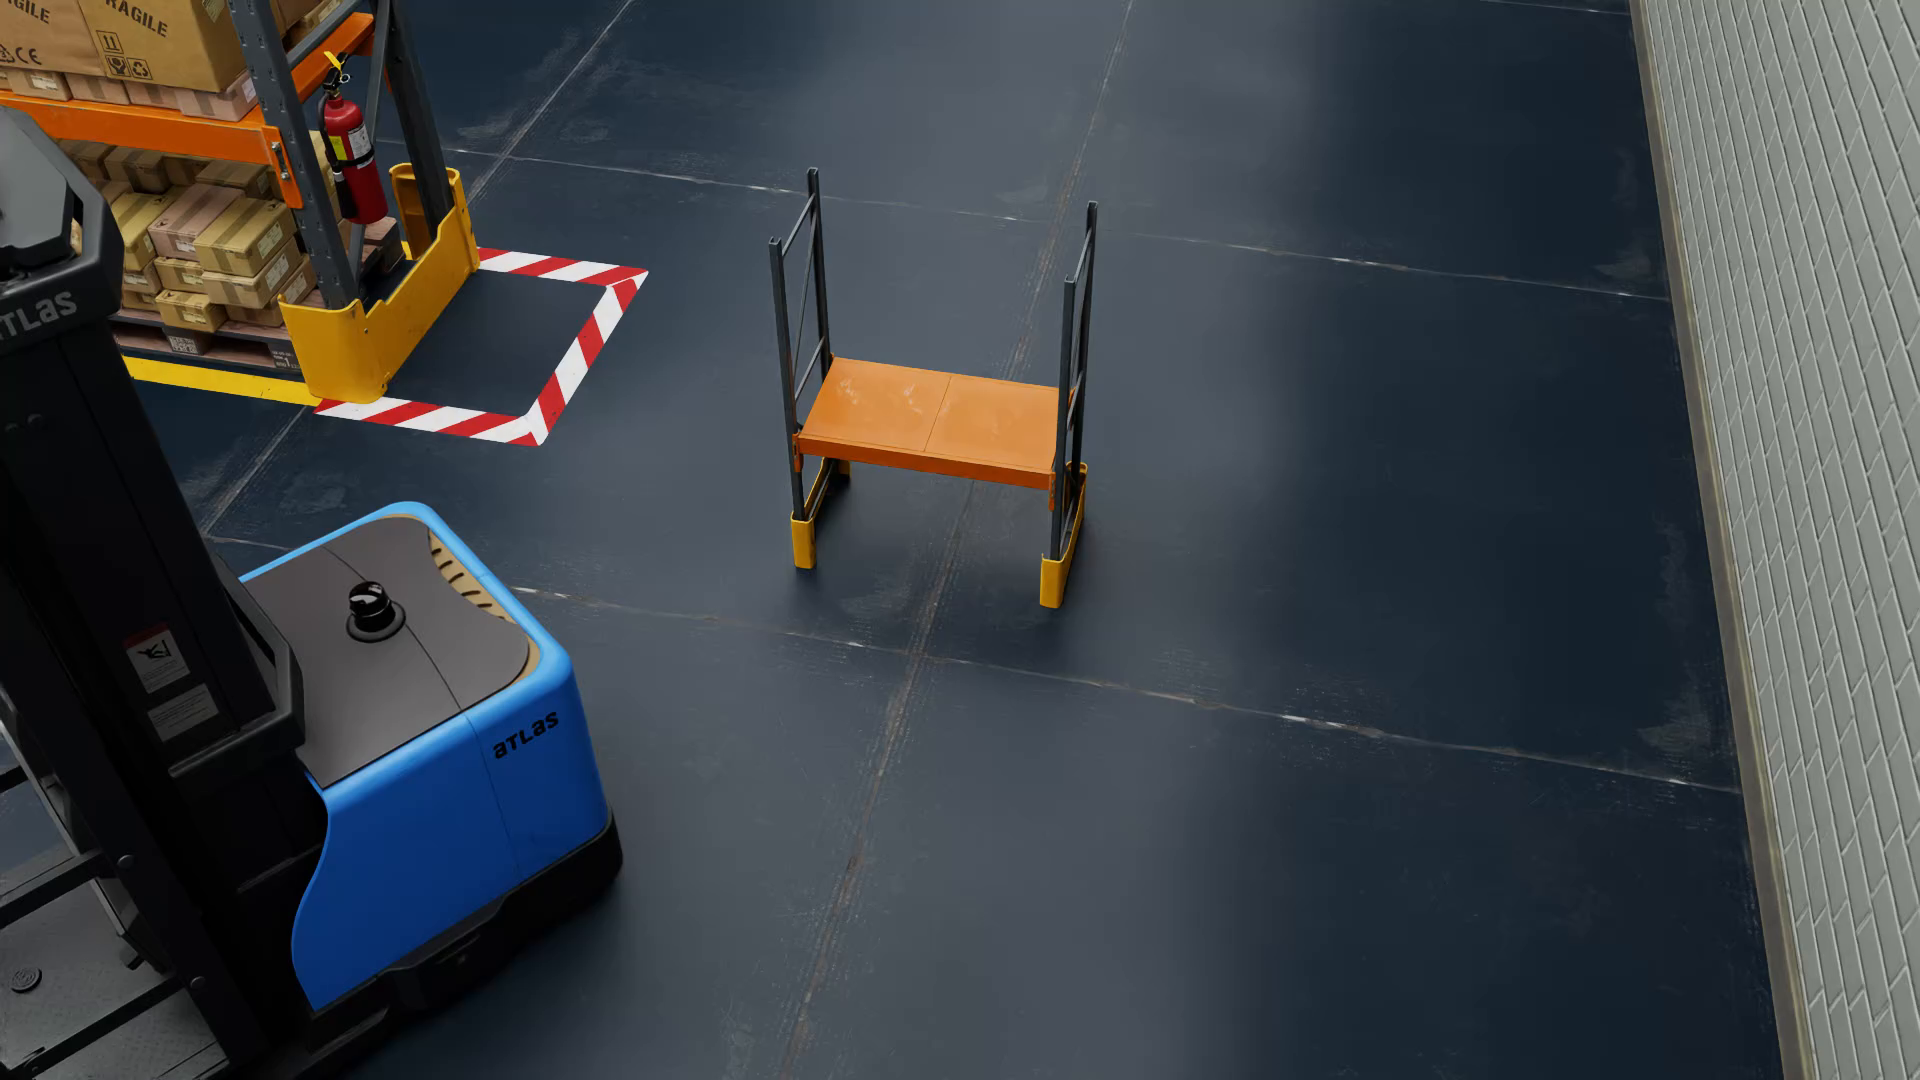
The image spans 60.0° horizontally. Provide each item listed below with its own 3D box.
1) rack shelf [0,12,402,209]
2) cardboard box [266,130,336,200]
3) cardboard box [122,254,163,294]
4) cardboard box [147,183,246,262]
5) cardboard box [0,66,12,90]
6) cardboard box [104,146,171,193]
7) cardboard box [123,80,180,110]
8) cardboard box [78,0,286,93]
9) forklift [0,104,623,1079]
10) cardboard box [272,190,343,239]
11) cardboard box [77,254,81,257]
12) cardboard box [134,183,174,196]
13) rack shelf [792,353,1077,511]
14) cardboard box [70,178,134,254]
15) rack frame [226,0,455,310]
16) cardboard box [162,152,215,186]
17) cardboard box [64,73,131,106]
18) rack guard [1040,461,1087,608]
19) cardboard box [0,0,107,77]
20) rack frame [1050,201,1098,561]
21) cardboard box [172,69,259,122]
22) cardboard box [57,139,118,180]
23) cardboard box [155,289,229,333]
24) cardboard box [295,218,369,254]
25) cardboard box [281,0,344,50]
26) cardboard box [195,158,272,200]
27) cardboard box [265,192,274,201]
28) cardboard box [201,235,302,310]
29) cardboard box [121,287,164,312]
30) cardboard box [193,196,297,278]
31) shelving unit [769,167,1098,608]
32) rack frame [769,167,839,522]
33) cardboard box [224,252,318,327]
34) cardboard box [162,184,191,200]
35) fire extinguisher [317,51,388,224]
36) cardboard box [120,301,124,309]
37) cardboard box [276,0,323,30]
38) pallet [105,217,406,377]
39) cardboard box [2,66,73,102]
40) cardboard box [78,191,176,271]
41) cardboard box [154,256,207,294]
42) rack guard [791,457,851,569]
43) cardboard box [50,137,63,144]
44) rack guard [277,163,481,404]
[{"bbox_3d":[-4.512,-2.128,7.317,4.000,0.370,1.077,9,45,9],"label":"rack shelf"},{"bbox_3d":[-2.997,-1.732,7.711,0.250,0.149,0.380,7,44,7],"label":"cardboard box"},{"bbox_3d":[-3.645,-1.280,7.455,0.250,0.149,0.380,7,44,7],"label":"cardboard box"},{"bbox_3d":[-3.365,-1.408,7.374,0.250,0.149,0.380,10,45,10],"label":"cardboard box"},{"bbox_3d":[-3.927,-2.025,6.872,0.250,0.149,0.380,7,44,7],"label":"cardboard box"},{"bbox_3d":[-3.771,-1.799,7.780,0.250,0.149,0.380,7,44,7],"label":"cardboard box"},{"bbox_3d":[-3.175,-1.915,6.758,0.250,0.149,0.380,9,45,9],"label":"cardboard box"},{"bbox_3d":[-3.055,-2.121,6.504,0.500,0.500,0.500,10,45,10],"label":"cardboard box"},{"bbox_3d":[-2.565,0.488,4.129,3.031,2.935,1.130,-31,52,-28],"label":"forklift"},{"bbox_3d":[-3.015,-1.569,7.755,0.250,0.149,0.380,11,45,11],"label":"cardboard box"},{"bbox_3d":[-3.885,-1.390,7.570,0.250,0.149,0.380,8,45,9],"label":"cardboard box"},{"bbox_3d":[-3.755,-1.738,7.931,0.250,0.149,0.380,10,45,10],"label":"cardboard box"},{"bbox_3d":[-0.083,-0.424,6.368,1.000,0.185,0.538,9,45,9],"label":"rack shelf"},{"bbox_3d":[-3.884,-1.444,7.411,0.250,0.149,0.380,7,44,7],"label":"cardboard box"},{"bbox_3d":[-2.560,-2.084,6.753,0.127,3.000,1.000,9,45,9],"label":"rack frame"},{"bbox_3d":[-3.510,-1.817,7.799,0.250,0.149,0.380,9,45,9],"label":"cardboard box"},{"bbox_3d":[-3.423,-1.943,6.787,0.250,0.149,0.380,8,45,9],"label":"cardboard box"},{"bbox_3d":[0.412,-0.026,6.597,0.087,0.250,0.587,9,45,9],"label":"rack guard"},{"bbox_3d":[-3.556,-2.203,6.589,0.500,0.500,0.500,8,45,8],"label":"cardboard box"},{"bbox_3d":[0.413,-0.476,6.163,0.032,1.500,0.500,9,45,9],"label":"rack frame"},{"bbox_3d":[-2.940,-1.852,6.692,0.250,0.149,0.380,9,45,9],"label":"cardboard box"},{"bbox_3d":[-4.039,-1.847,7.830,0.250,0.149,0.380,10,45,11],"label":"cardboard box"},{"bbox_3d":[-3.392,-1.118,7.501,0.250,0.149,0.380,10,45,10],"label":"cardboard box"},{"bbox_3d":[-3.002,-1.505,7.903,0.250,0.149,0.380,10,45,10],"label":"cardboard box"},{"bbox_3d":[-2.805,-2.265,7.121,0.250,0.149,0.380,8,45,9],"label":"cardboard box"},{"bbox_3d":[-3.293,-1.692,7.669,0.250,0.149,0.380,10,45,10],"label":"cardboard box"},{"bbox_3d":[-3.270,-1.648,7.838,0.250,0.149,0.380,9,45,9],"label":"cardboard box"},{"bbox_3d":[-3.138,-1.202,7.375,0.250,0.149,0.380,8,44,8],"label":"cardboard box"},{"bbox_3d":[-3.631,-1.216,7.603,0.250,0.149,0.380,9,45,9],"label":"cardboard box"},{"bbox_3d":[-3.132,-1.332,7.294,0.250,0.149,0.380,9,45,10],"label":"cardboard box"},{"bbox_3d":[-0.074,-0.552,6.242,1.083,1.500,0.587,9,45,9],"label":"shelving unit"},{"bbox_3d":[-0.579,-0.630,6.323,0.032,1.500,0.500,9,45,9],"label":"rack frame"},{"bbox_3d":[-3.119,-1.147,7.532,0.250,0.149,0.380,10,45,10],"label":"cardboard box"},{"bbox_3d":[-3.528,-1.626,7.814,0.250,0.149,0.380,9,45,10],"label":"cardboard box"},{"bbox_3d":[-2.415,-1.572,6.545,0.183,0.674,0.296,9,45,9],"label":"fire extinguisher"},{"bbox_3d":[-3.875,-1.244,7.633,0.250,0.149,0.380,9,45,9],"label":"cardboard box"},{"bbox_3d":[-2.938,-2.483,6.880,0.500,0.500,0.500,11,45,11],"label":"cardboard box"},{"bbox_3d":[-3.419,-1.238,7.884,1.213,0.211,1.003,9,45,9],"label":"pallet"},{"bbox_3d":[-3.677,-1.966,6.810,0.250,0.149,0.380,10,45,10],"label":"cardboard box"},{"bbox_3d":[-3.645,-1.362,7.326,0.250,0.149,0.380,8,44,8],"label":"cardboard box"},{"bbox_3d":[-3.381,-1.279,7.454,0.250,0.149,0.380,8,44,8],"label":"cardboard box"},{"bbox_3d":[-0.560,-0.177,6.754,0.087,0.250,0.587,9,45,9],"label":"rack guard"},{"bbox_3d":[-4.286,-1.918,7.904,0.250,0.149,0.380,9,45,10],"label":"cardboard box"},{"bbox_3d":[-2.634,-1.195,7.631,0.348,0.500,1.175,9,45,9],"label":"rack guard"}]
